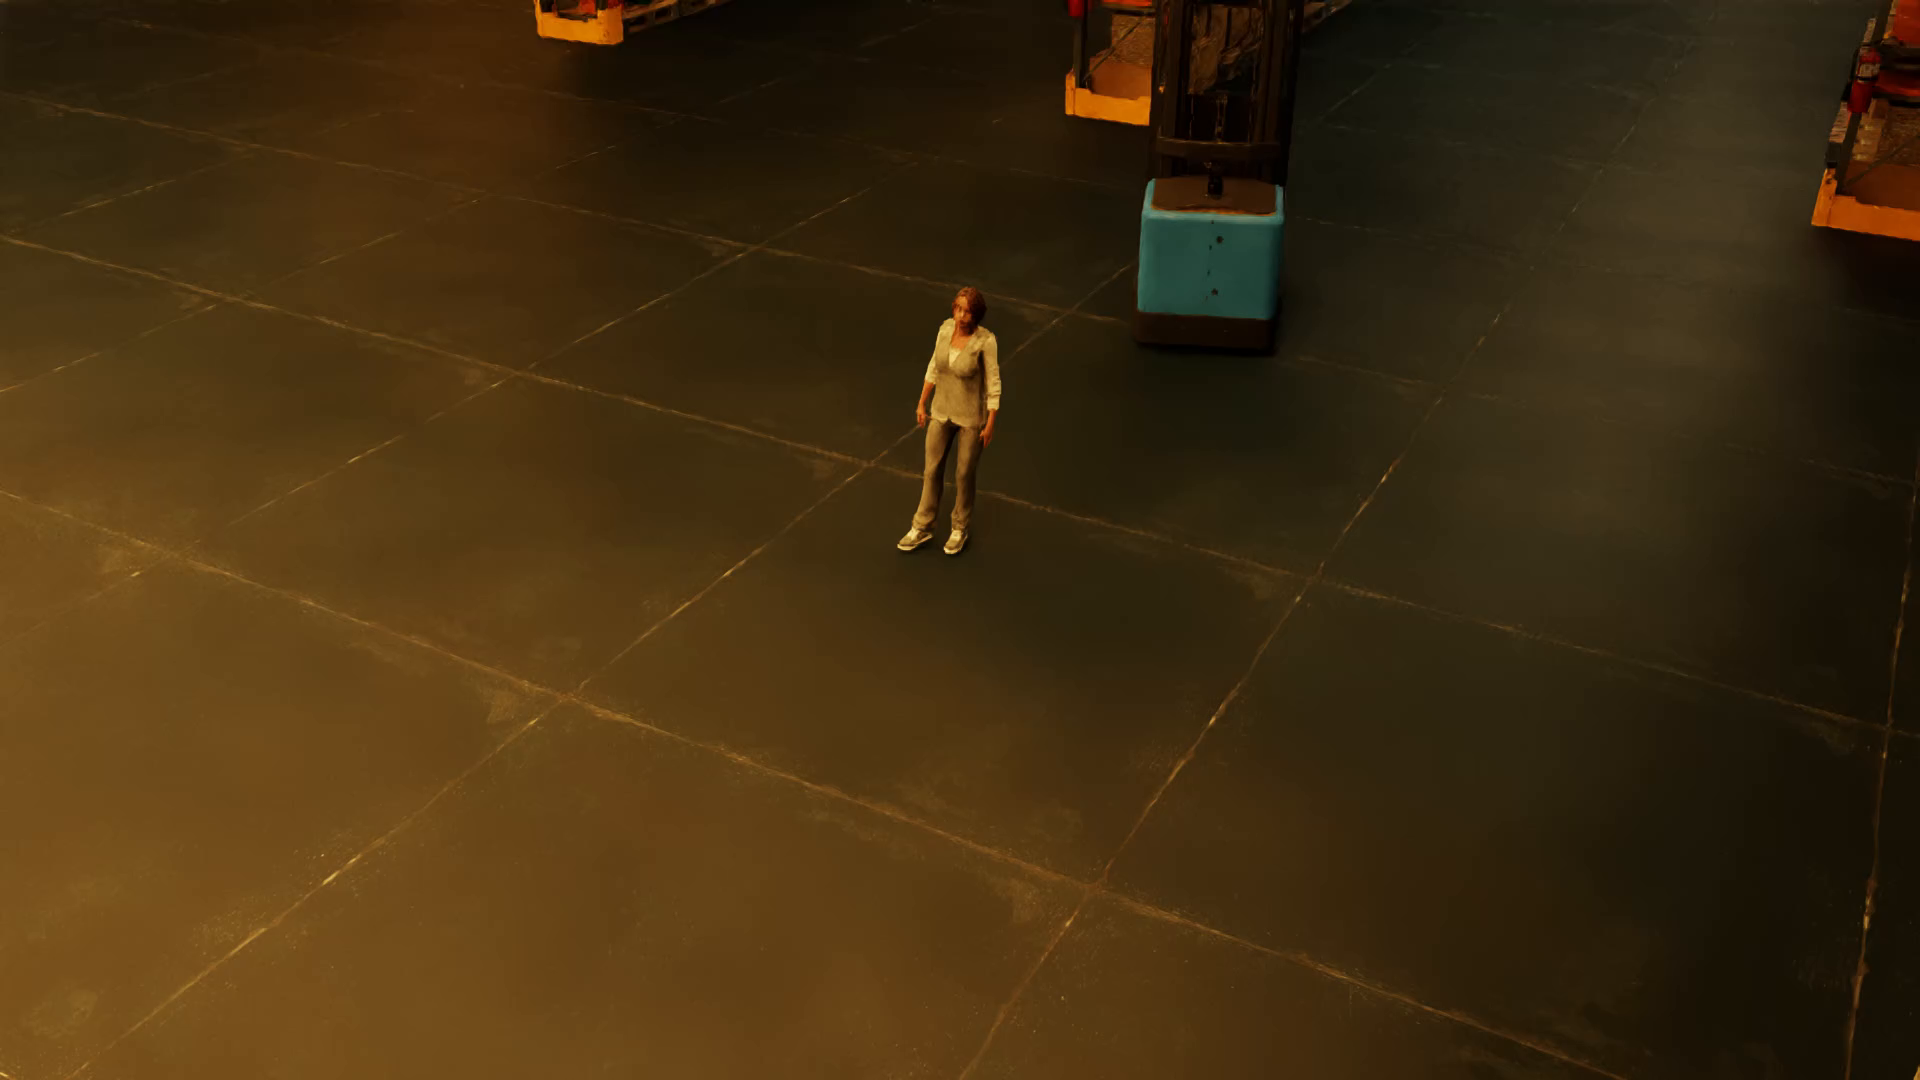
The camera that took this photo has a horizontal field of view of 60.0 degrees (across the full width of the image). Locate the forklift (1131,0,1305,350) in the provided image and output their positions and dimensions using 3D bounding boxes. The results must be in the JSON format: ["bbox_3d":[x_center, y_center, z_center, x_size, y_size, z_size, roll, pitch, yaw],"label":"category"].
[{"bbox_3d":[2.039,-3.395,12.953,1.130,2.935,3.031,4,30,8],"label":"forklift"}]

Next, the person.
[{"bbox_3d":[-0.048,-0.669,9.550,0.521,1.597,0.474,15,33,25],"label":"person"}]
